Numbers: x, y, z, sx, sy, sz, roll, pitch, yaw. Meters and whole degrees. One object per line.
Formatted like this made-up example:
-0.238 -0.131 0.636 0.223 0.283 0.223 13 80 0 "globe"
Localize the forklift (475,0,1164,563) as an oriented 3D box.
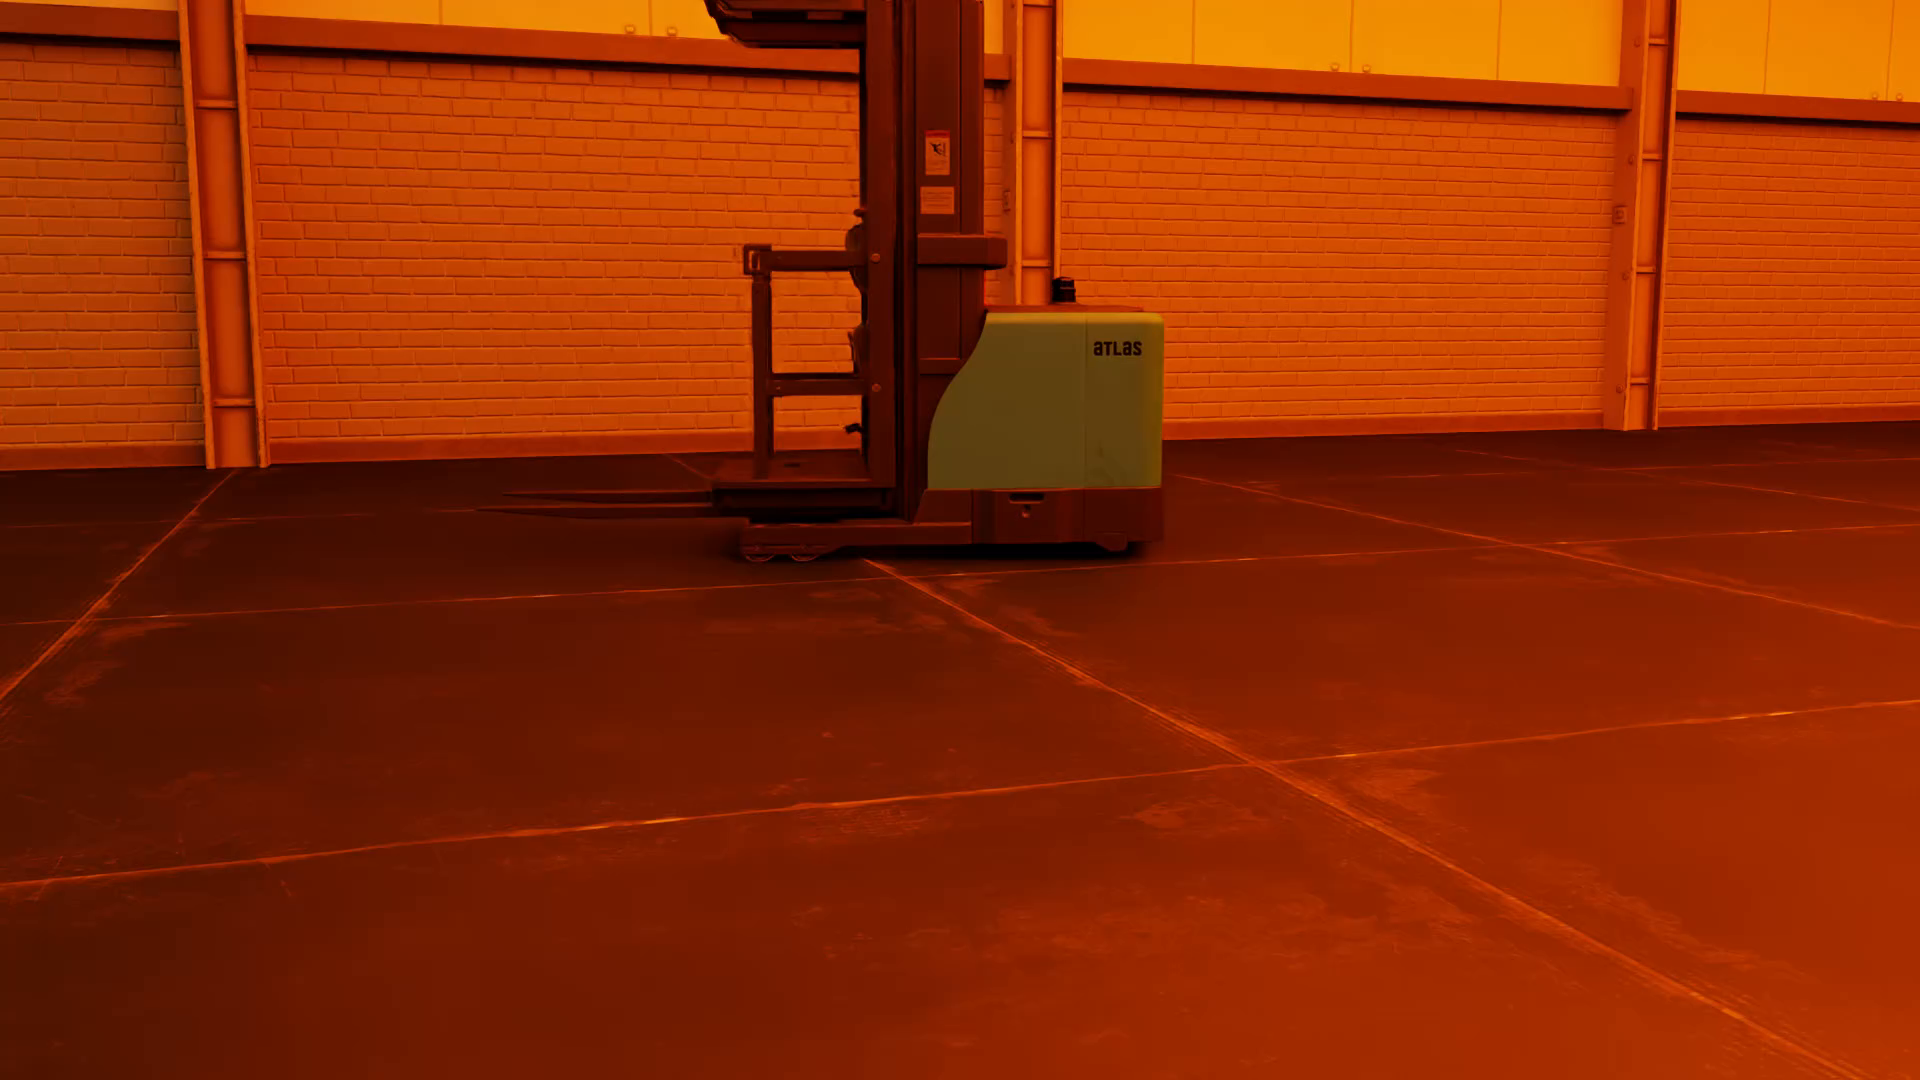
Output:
-0.636 -1.428 7.544 3.031 2.935 1.130 -1 8 -5 "forklift"
